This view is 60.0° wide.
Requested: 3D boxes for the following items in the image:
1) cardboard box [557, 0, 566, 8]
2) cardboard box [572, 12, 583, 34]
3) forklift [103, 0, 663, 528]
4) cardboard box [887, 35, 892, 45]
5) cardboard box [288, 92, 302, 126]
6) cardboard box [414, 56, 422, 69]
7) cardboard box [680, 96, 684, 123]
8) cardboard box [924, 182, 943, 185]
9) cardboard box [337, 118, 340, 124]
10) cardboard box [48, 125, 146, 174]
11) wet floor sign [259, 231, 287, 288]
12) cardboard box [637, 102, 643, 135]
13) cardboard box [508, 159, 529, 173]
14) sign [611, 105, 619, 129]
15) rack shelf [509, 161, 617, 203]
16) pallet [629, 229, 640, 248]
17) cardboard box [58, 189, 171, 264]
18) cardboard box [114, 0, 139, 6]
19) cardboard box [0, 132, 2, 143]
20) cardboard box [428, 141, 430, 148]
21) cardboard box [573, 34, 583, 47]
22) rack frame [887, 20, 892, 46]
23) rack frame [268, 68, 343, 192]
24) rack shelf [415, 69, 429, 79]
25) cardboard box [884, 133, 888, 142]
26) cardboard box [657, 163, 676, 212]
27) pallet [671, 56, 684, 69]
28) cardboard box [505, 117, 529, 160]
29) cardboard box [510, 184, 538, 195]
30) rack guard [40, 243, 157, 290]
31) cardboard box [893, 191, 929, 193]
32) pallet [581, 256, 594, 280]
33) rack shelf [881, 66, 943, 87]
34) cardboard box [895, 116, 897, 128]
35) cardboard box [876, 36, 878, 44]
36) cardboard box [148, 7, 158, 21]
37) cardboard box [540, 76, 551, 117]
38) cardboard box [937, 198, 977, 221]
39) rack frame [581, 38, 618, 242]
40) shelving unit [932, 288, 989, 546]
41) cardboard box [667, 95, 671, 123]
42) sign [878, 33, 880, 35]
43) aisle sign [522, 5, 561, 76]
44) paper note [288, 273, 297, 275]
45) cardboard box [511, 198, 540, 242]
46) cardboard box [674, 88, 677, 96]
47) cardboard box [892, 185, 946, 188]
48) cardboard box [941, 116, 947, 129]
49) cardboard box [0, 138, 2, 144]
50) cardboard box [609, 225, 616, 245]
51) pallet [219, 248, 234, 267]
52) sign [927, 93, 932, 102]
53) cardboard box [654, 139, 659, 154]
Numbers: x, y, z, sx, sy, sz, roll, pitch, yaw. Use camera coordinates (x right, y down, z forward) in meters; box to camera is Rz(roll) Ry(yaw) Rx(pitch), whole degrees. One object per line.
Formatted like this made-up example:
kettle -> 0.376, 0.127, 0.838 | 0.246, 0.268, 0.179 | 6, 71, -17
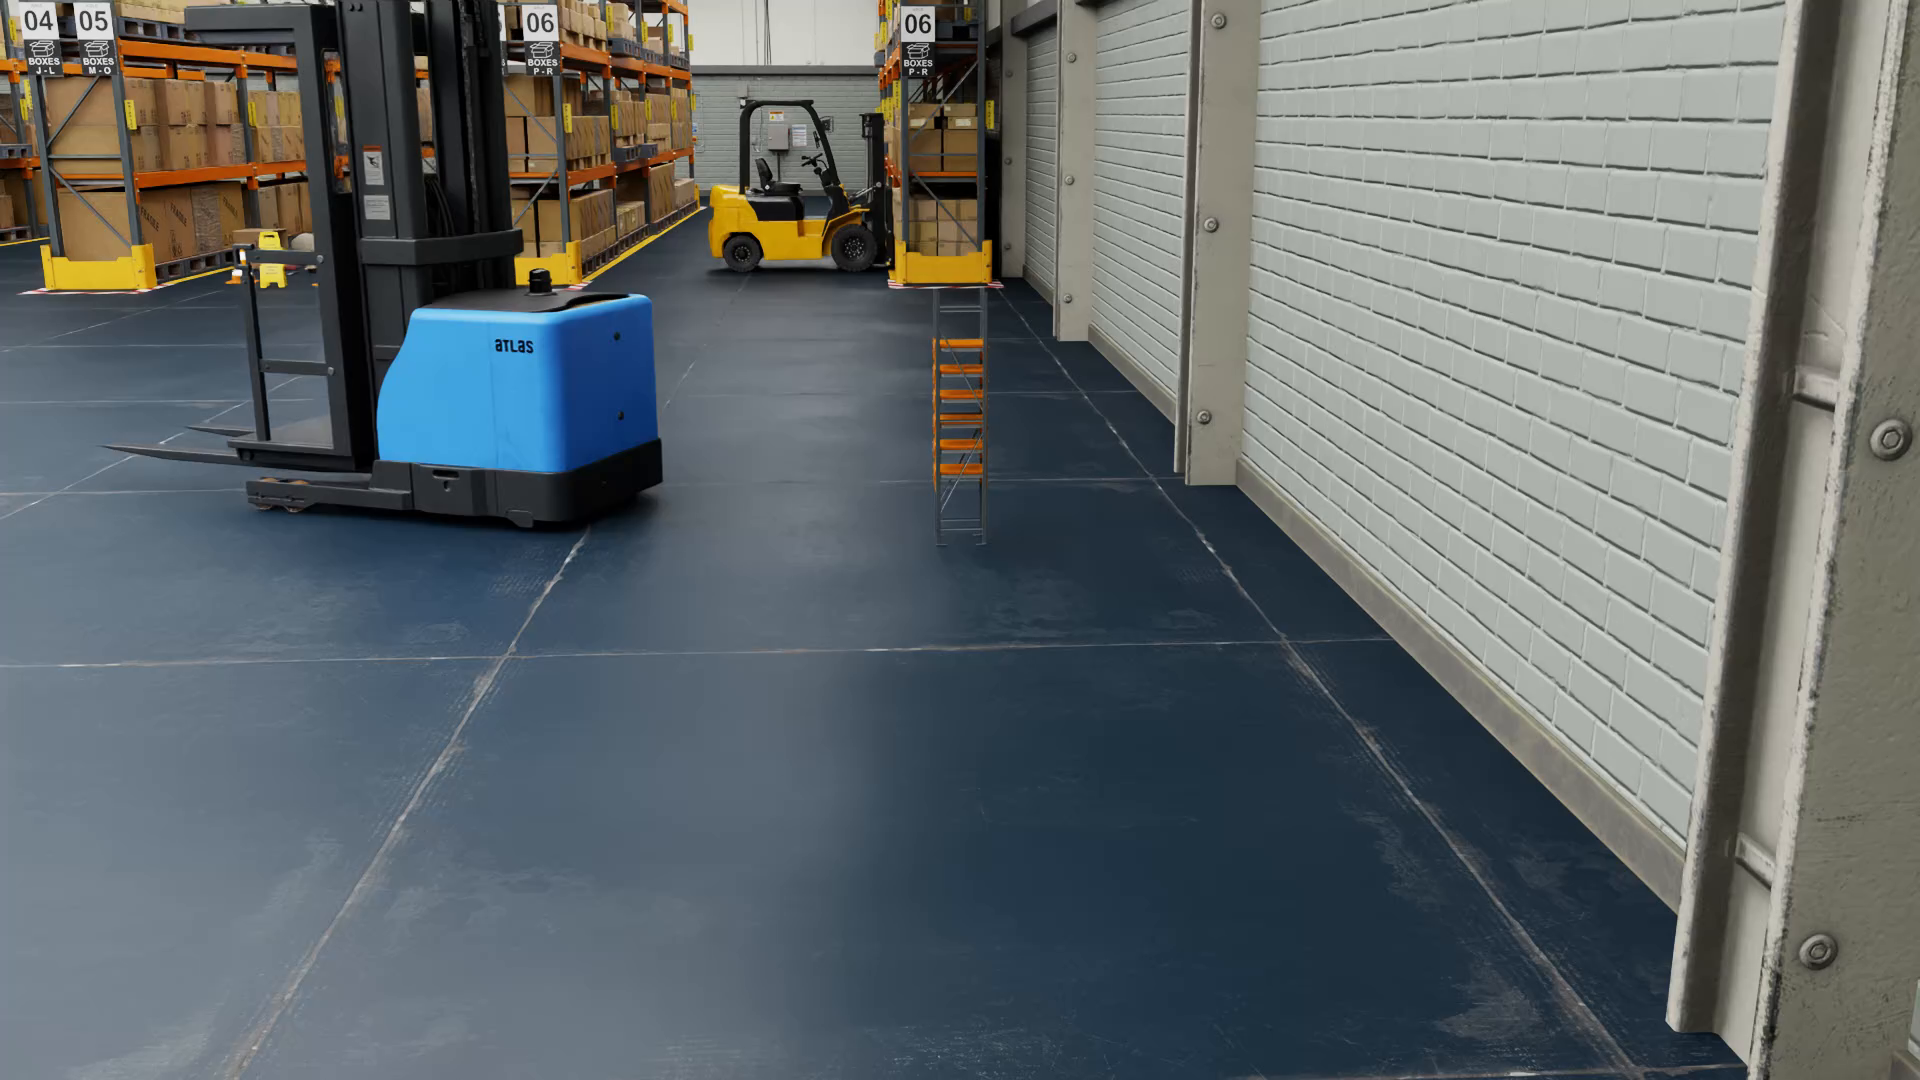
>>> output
cardboard box -> -4.960, -6.461, 20.003 | 0.380, 0.149, 0.250 | -1, 14, -3
cardboard box -> -4.999, -6.434, 20.696 | 0.500, 0.250, 0.500 | 0, 14, -2
forklift -> -3.174, -1.678, 8.664 | 3.031, 2.935, 1.130 | 5, 15, 18
cardboard box -> -0.979, -8.094, 26.870 | 0.380, 0.166, 0.250 | -1, 14, -4
cardboard box -> -10.501, -6.583, 25.383 | 0.700, 0.500, 0.500 | -1, 14, -4
cardboard box -> -10.652, -9.163, 31.902 | 0.500, 0.250, 0.500 | 0, 14, -1
cardboard box -> -5.761, -8.545, 33.010 | 0.500, 0.500, 0.500 | -1, 14, -4
cardboard box -> -0.419, -6.036, 28.336 | 0.380, 0.149, 0.250 | 0, 14, -1
cardboard box -> -10.421, -6.904, 27.306 | 0.380, 0.149, 0.250 | -1, 14, -3
cardboard box -> -10.158, -4.590, 19.544 | 0.875, 0.550, 0.550 | -1, 14, -3
wet floor sign -> -8.112, -3.309, 19.590 | 0.267, 0.644, 0.232 | -3, 15, -13
cardboard box -> -5.303, -6.675, 26.310 | 0.500, 0.500, 0.500 | -1, 14, -4
cardboard box -> -5.393, -4.495, 19.981 | 0.380, 0.149, 0.250 | 0, 14, -2
sign -> -4.863, -5.951, 23.399 | 0.100, 0.325, 0.005 | -1, 14, -3
rack shelf -> -5.280, -4.676, 21.624 | 1.077, 0.370, 4.000 | -1, 14, -3
pallet -> -5.532, -4.669, 25.749 | 1.003, 0.211, 1.213 | -1, 14, -3
cardboard box -> -10.198, -3.767, 20.070 | 0.875, 0.875, 0.875 | -1, 14, -3
cardboard box -> -9.864, -6.325, 19.231 | 0.500, 0.250, 0.500 | -1, 14, -4
cardboard box -> -15.820, -6.531, 27.189 | 0.500, 0.500, 0.500 | 0, 14, -2
cardboard box -> -10.787, -7.884, 33.155 | 0.380, 0.149, 0.250 | -1, 15, -6
cardboard box -> -4.936, -6.267, 20.847 | 0.380, 0.149, 0.250 | -1, 14, -3
rack frame -> -0.698, -9.499, 26.888 | 1.000, 3.000, 0.127 | -1, 14, -3
rack frame -> -10.586, -6.415, 26.939 | 1.000, 3.000, 0.127 | -1, 14, -3
rack shelf -> -10.958, -9.011, 32.454 | 1.077, 0.370, 4.000 | -1, 14, -3
cardboard box -> -1.121, -6.833, 28.226 | 0.380, 0.149, 0.250 | -1, 14, -2
cardboard box -> -5.781, -6.533, 30.818 | 0.875, 0.875, 0.875 | 0, 14, -2
pallet -> -6.012, -9.427, 32.805 | 1.003, 0.211, 1.213 | -1, 14, -3
cardboard box -> -5.464, -4.850, 20.059 | 0.500, 0.500, 0.500 | -1, 14, -4
cardboard box -> -5.568, -4.424, 21.070 | 0.380, 0.149, 0.250 | -1, 14, -3
rack guard -> -10.089, -3.209, 19.495 | 1.175, 0.500, 0.348 | -1, 14, -3
cardboard box -> -0.669, -4.579, 22.473 | 0.500, 0.250, 0.500 | 0, 14, -2
pallet -> -5.176, -3.398, 20.809 | 1.003, 0.211, 1.213 | -1, 14, -3
rack shelf -> -0.821, -8.196, 29.284 | 1.077, 0.370, 4.000 | -1, 14, -3
cardboard box -> -0.675, -5.622, 22.355 | 0.380, 0.149, 0.250 | -1, 14, -4
cardboard box -> -1.365, -9.235, 30.742 | 0.380, 0.149, 0.250 | 0, 14, -2
cardboard box -> -9.839, -6.287, 19.883 | 0.380, 0.149, 0.250 | -1, 14, -3
cardboard box -> -5.429, -5.453, 20.397 | 0.700, 0.500, 0.500 | -1, 14, -3
cardboard box -> -0.043, -4.083, 20.544 | 0.500, 0.250, 0.500 | -1, 14, -4
rack frame -> -5.404, -5.522, 23.467 | 1.000, 3.000, 0.127 | -1, 14, -3
shelving unit -> 0.001, -0.577, 7.863 | 0.258, 1.200, 0.189 | -1, 14, -3
cardboard box -> -5.621, -7.937, 30.646 | 0.500, 0.500, 0.500 | 0, 14, -2
sign -> -1.487, -9.282, 31.023 | 0.100, 0.325, 0.005 | -1, 14, -3
aisle sign -> -4.843, -5.775, 19.236 | 0.394, 0.787, 0.004 | -1, 14, -3
paper note -> -8.490, -3.392, 21.154 | 0.144, 0.017, 0.142 | 4, 15, 16
cardboard box -> -5.466, -3.957, 20.557 | 0.500, 0.500, 0.500 | -1, 14, -3
cardboard box -> -5.691, -8.696, 32.297 | 0.380, 0.149, 0.250 | -1, 14, -5
cardboard box -> -0.673, -5.492, 27.275 | 0.875, 0.625, 0.625 | 0, 14, -2
cardboard box -> -0.043, -5.116, 20.387 | 0.380, 0.149, 0.250 | -1, 14, -3
cardboard box -> -15.469, -6.482, 26.155 | 0.500, 0.500, 0.500 | -3, 15, -10
cardboard box -> -5.099, -4.251, 23.202 | 0.500, 0.250, 0.500 | 0, 14, -1
pallet -> -10.369, -3.879, 22.680 | 1.003, 0.211, 1.213 | -1, 14, -3
sign -> -0.638, -9.301, 35.198 | 0.100, 0.325, 0.005 | -1, 14, -3
cardboard box -> -5.507, -6.827, 28.843 | 0.500, 0.250, 0.500 | 0, 14, -2
